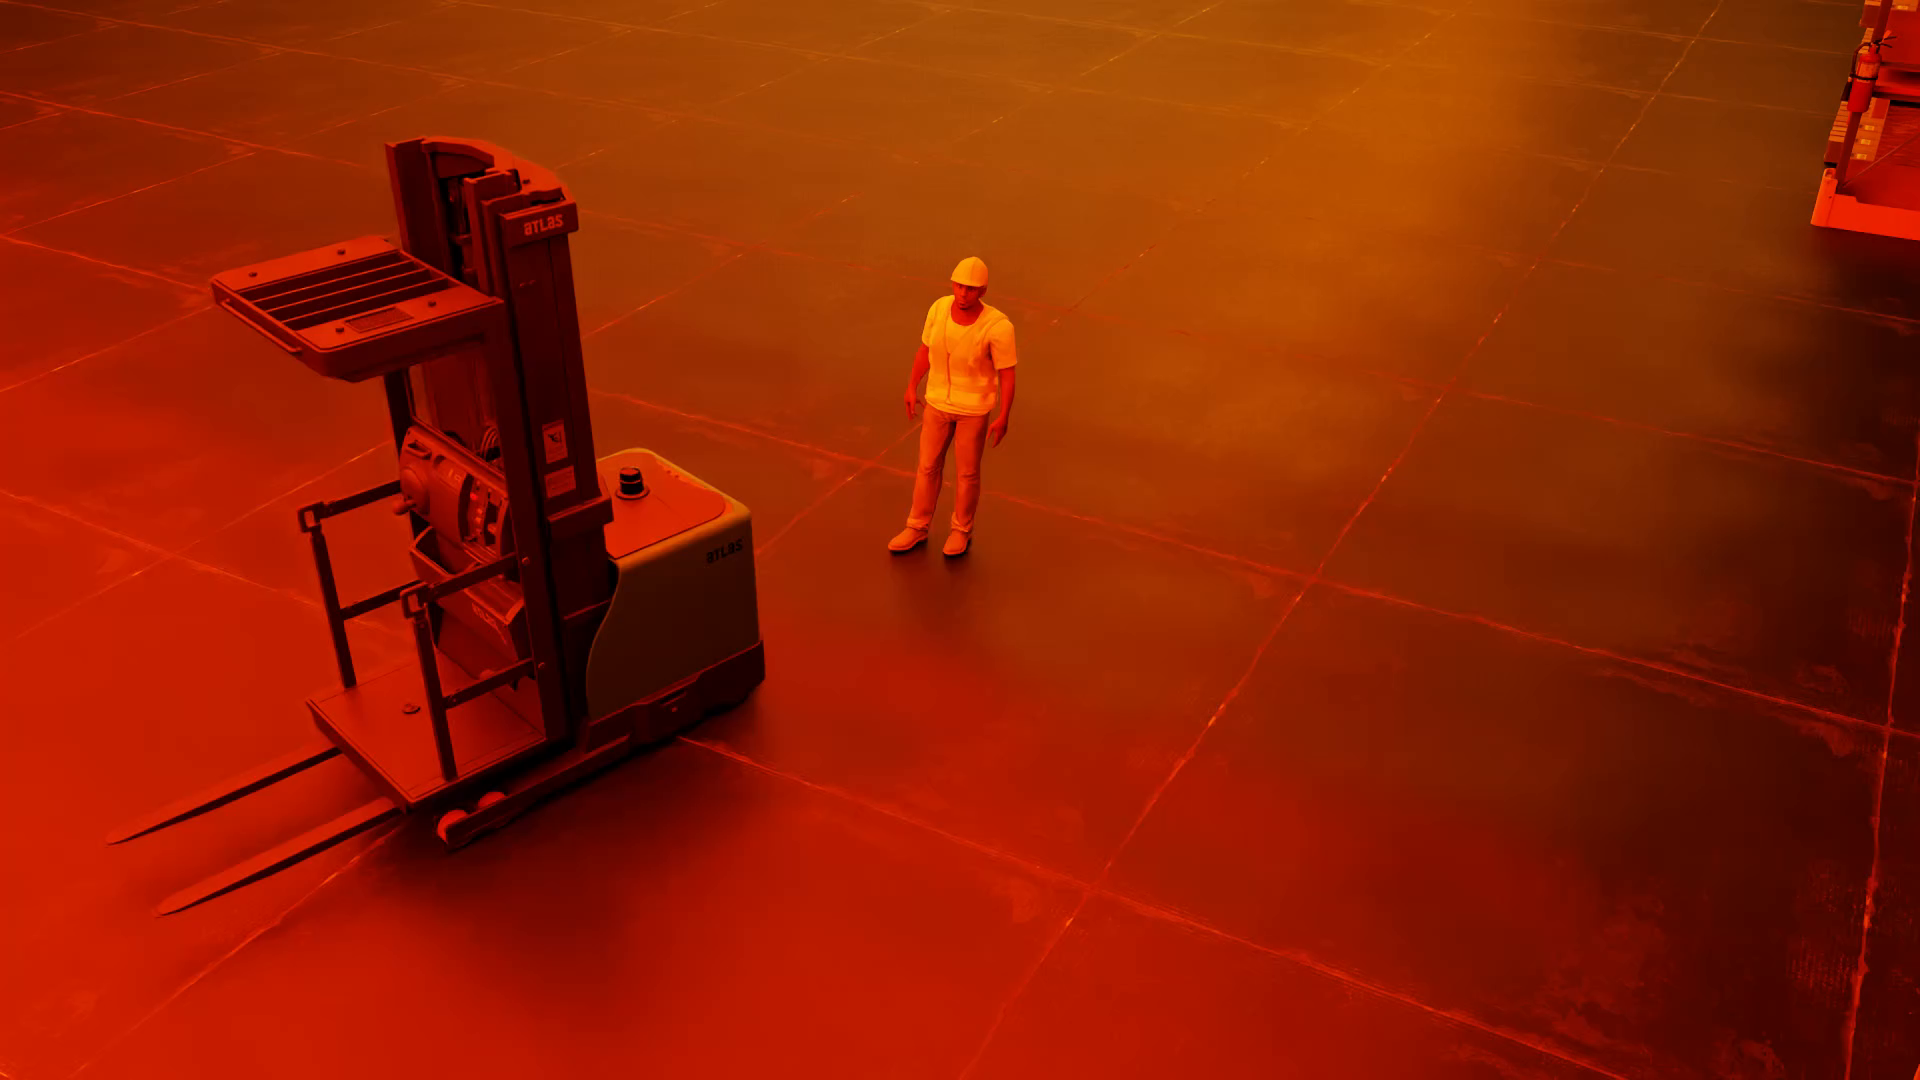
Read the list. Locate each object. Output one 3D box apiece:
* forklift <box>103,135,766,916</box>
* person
[{"bbox_3d":[-2.428,-0.165,7.357,3.031,2.935,1.130,-25,38,-36],"label":"forklift"},{"bbox_3d":[-0.039,-0.742,9.507,0.665,1.768,0.575,15,33,25],"label":"person"}]
